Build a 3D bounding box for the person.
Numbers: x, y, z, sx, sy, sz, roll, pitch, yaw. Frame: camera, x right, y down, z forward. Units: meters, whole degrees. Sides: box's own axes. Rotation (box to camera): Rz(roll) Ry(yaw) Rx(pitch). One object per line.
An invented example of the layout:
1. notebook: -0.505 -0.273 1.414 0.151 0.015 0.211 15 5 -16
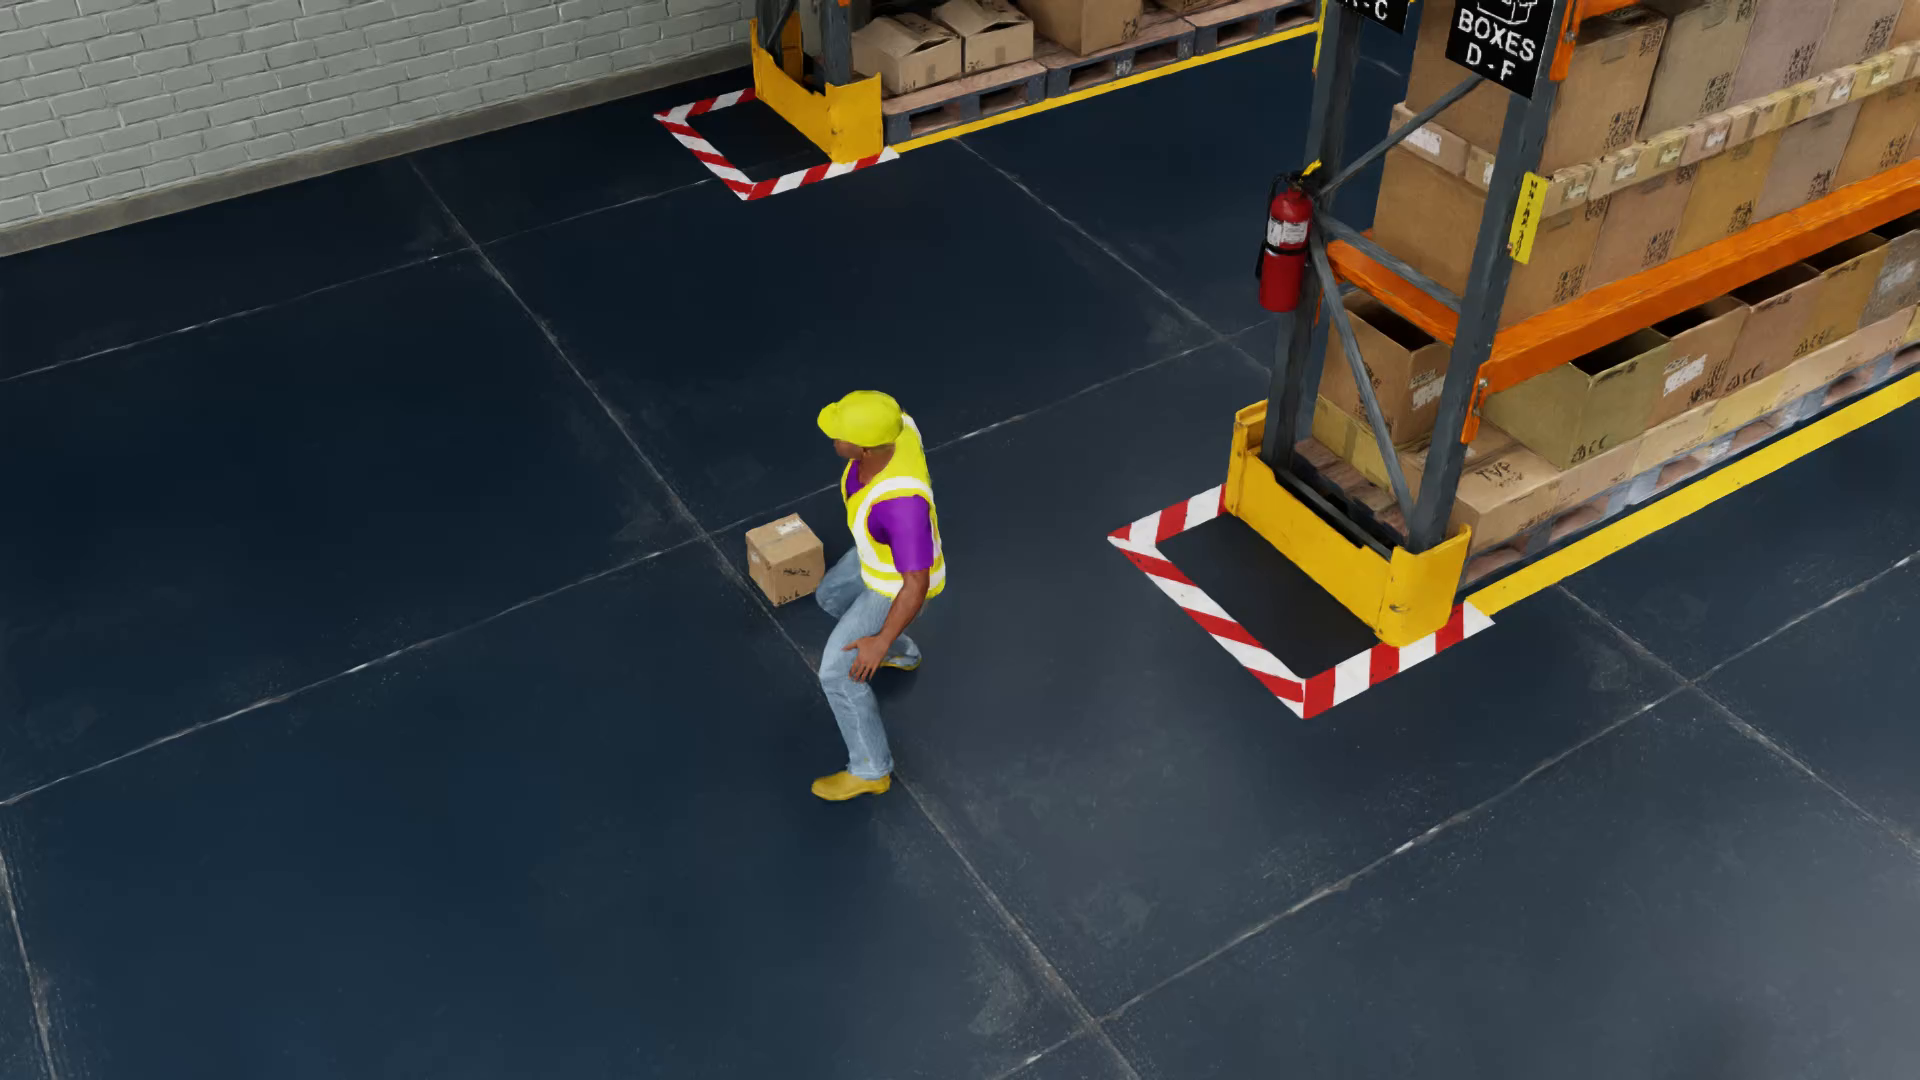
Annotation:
1. person: -0.324 0.110 6.140 0.536 1.613 0.894 -2 41 -3
